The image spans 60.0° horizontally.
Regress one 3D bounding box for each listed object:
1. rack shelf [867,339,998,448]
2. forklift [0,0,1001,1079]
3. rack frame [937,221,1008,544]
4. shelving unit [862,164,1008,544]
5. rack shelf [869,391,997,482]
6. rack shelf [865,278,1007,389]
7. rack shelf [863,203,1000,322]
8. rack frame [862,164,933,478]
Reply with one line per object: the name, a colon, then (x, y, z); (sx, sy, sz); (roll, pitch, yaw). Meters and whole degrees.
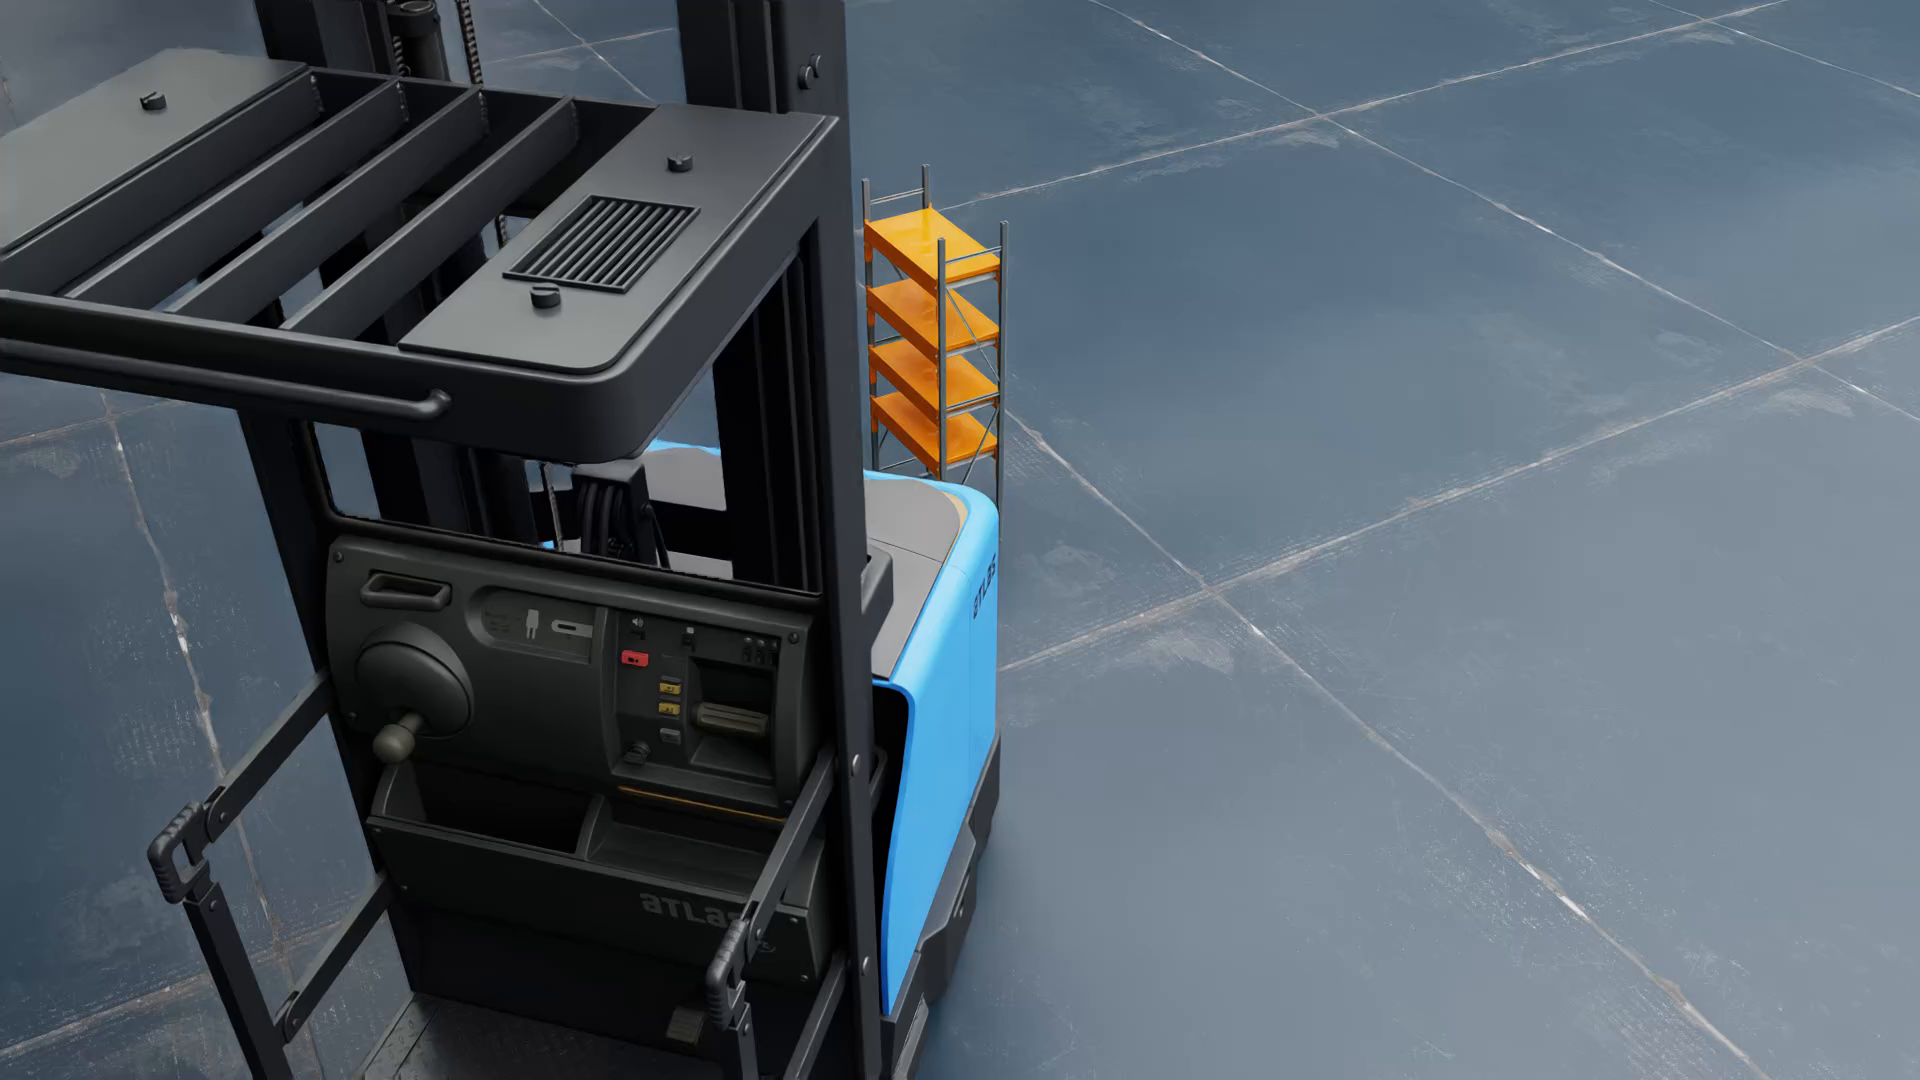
rack shelf: (-0.083, -0.515, 5.551); (0.258, 0.148, 0.480); (-19, 40, -24)
forklift: (-0.772, 0.320, 2.826); (1.130, 2.935, 3.031); (9, 37, 12)
rack frame: (0.039, -0.445, 5.341); (0.240, 1.200, 0.015); (-19, 40, -24)
shelving unit: (-0.083, -0.569, 5.512); (0.258, 1.200, 0.503); (-19, 40, -24)
rack shelf: (-0.083, -0.354, 5.668); (0.258, 0.148, 0.480); (-19, 40, -24)
rack shelf: (-0.083, -0.695, 5.419); (0.258, 0.148, 0.480); (-19, 40, -24)
rack shelf: (-0.083, -0.886, 5.280); (0.258, 0.148, 0.480); (-19, 40, -24)
rack frame: (-0.206, -0.693, 5.682); (0.240, 1.200, 0.015); (-19, 40, -24)
